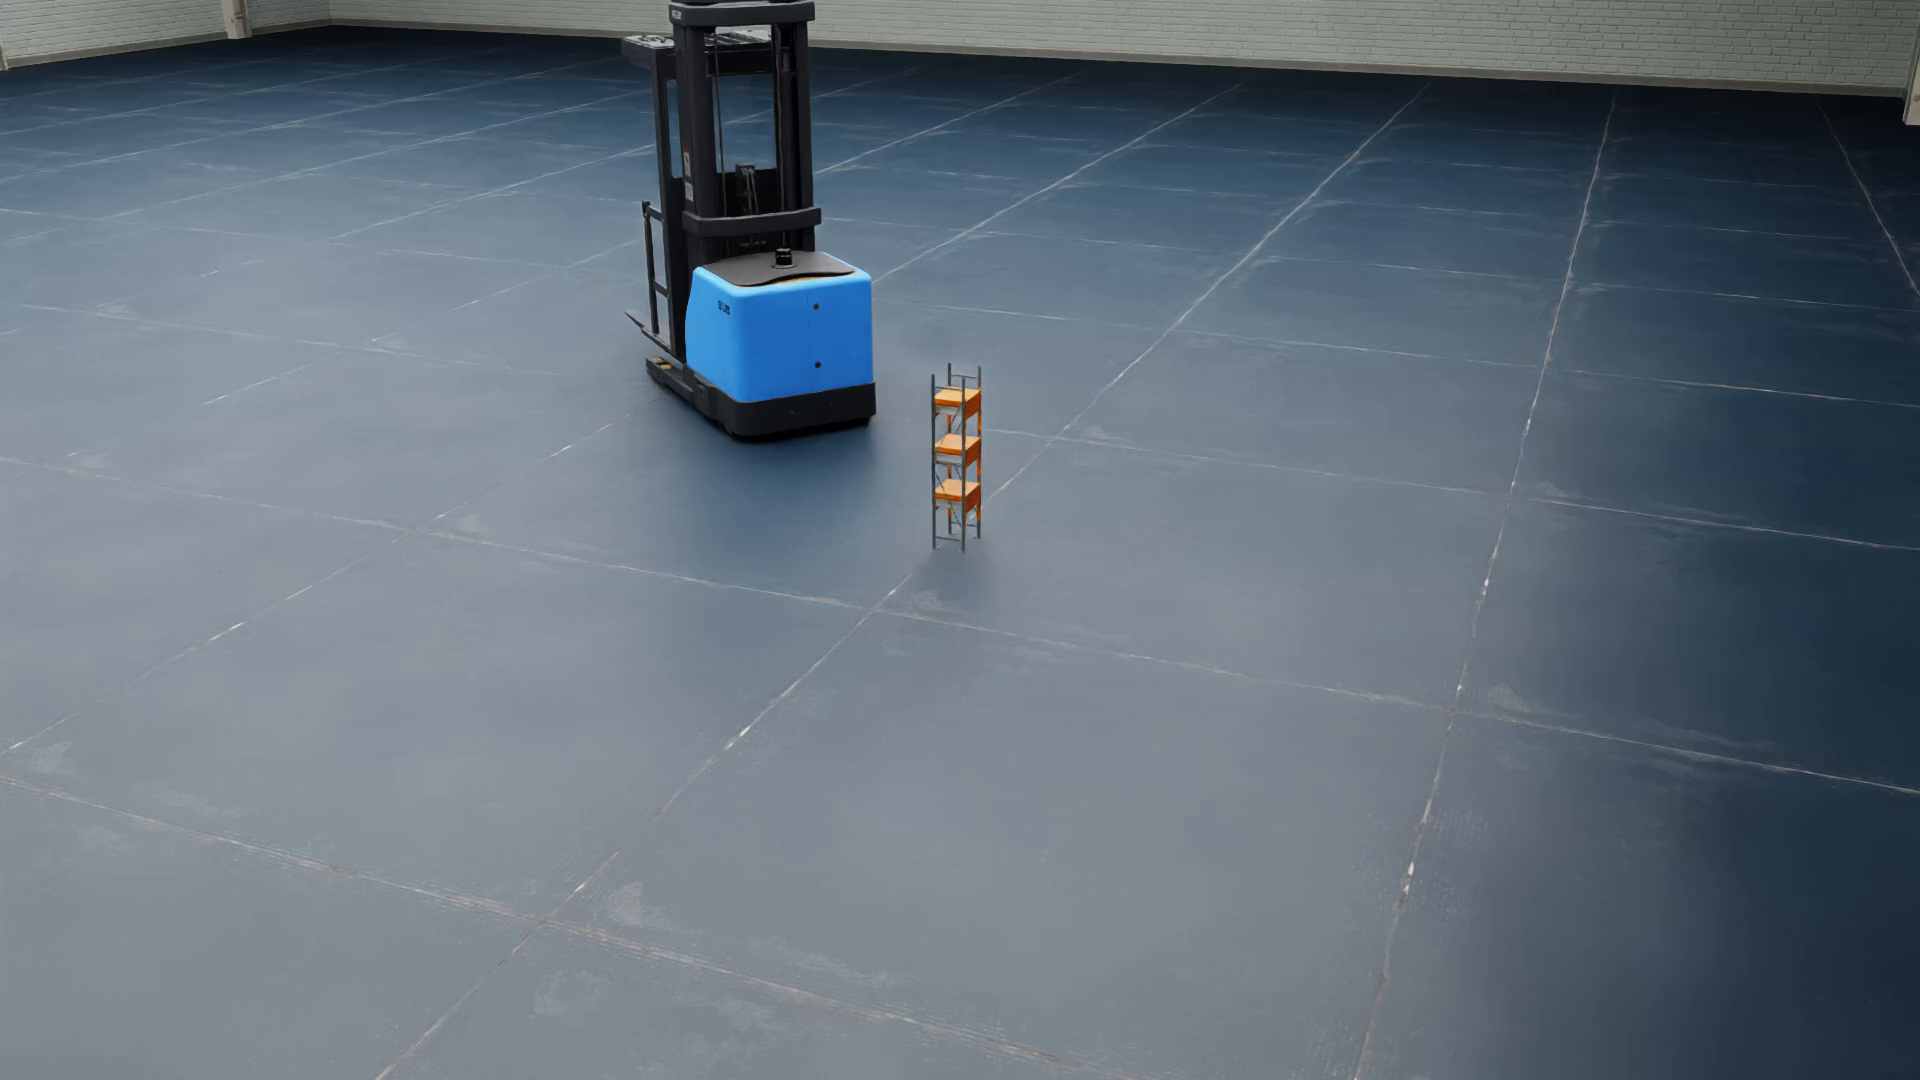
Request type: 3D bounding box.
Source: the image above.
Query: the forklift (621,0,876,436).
[{"bbox_3d":[-1.736,-2.581,12.127,1.130,2.935,3.031,-12,25,-26],"label":"forklift"}]

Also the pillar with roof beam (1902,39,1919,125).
[{"bbox_3d":[10.010,-10.880,24.123,9.100,9.000,0.400,9,24,20],"label":"pillar with roof beam"}]

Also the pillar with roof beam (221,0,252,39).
[{"bbox_3d":[-11.242,-14.157,31.968,9.100,9.000,0.400,9,24,20],"label":"pillar with roof beam"}]

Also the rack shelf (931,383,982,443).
[{"bbox_3d":[-0.020,-0.717,9.397,0.215,0.259,0.240,9,24,20],"label":"rack shelf"}]

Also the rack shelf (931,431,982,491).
[{"bbox_3d":[-0.020,-0.456,9.506,0.215,0.259,0.240,9,24,20],"label":"rack shelf"}]

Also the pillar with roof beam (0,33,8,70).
[{"bbox_3d":[-13.471,-12.010,26.828,9.100,9.000,0.400,9,24,20],"label":"pillar with roof beam"}]

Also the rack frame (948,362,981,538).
[{"bbox_3d":[0.025,-0.509,9.606,0.200,1.050,0.008,9,24,20],"label":"rack frame"}]

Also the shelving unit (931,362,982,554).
[{"bbox_3d":[-0.020,-0.465,9.502,0.215,1.050,0.252,9,24,20],"label":"shelving unit"}]

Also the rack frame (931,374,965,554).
[{"bbox_3d":[-0.065,-0.422,9.397,0.200,1.050,0.008,9,24,20],"label":"rack frame"}]

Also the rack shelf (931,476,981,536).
[{"bbox_3d":[-0.020,-0.199,9.613,0.215,0.259,0.240,9,24,20],"label":"rack shelf"}]
